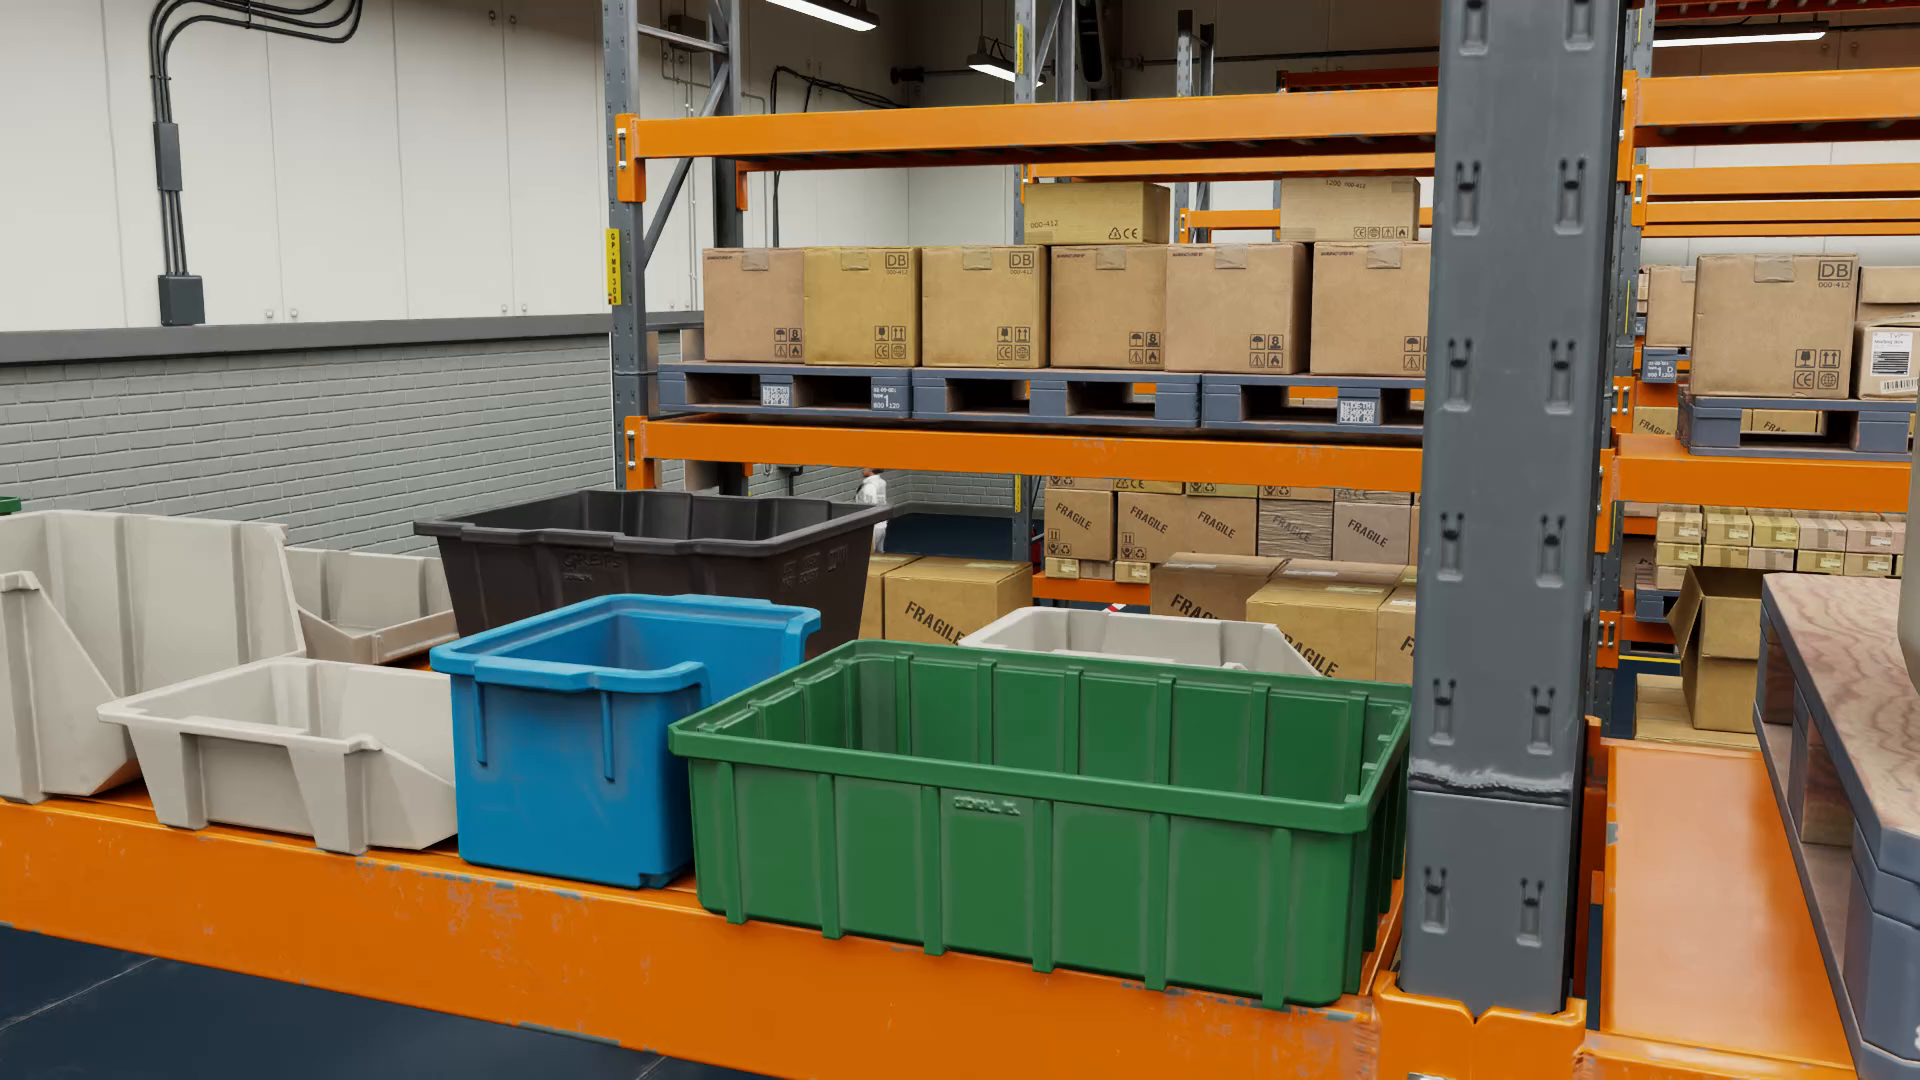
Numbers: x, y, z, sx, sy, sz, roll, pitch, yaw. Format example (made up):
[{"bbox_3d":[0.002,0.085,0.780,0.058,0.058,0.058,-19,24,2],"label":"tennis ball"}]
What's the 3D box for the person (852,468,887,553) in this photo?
[{"bbox_3d":[-0.967,-0.072,17.266,0.538,1.689,0.509,2,9,13],"label":"person"}]
